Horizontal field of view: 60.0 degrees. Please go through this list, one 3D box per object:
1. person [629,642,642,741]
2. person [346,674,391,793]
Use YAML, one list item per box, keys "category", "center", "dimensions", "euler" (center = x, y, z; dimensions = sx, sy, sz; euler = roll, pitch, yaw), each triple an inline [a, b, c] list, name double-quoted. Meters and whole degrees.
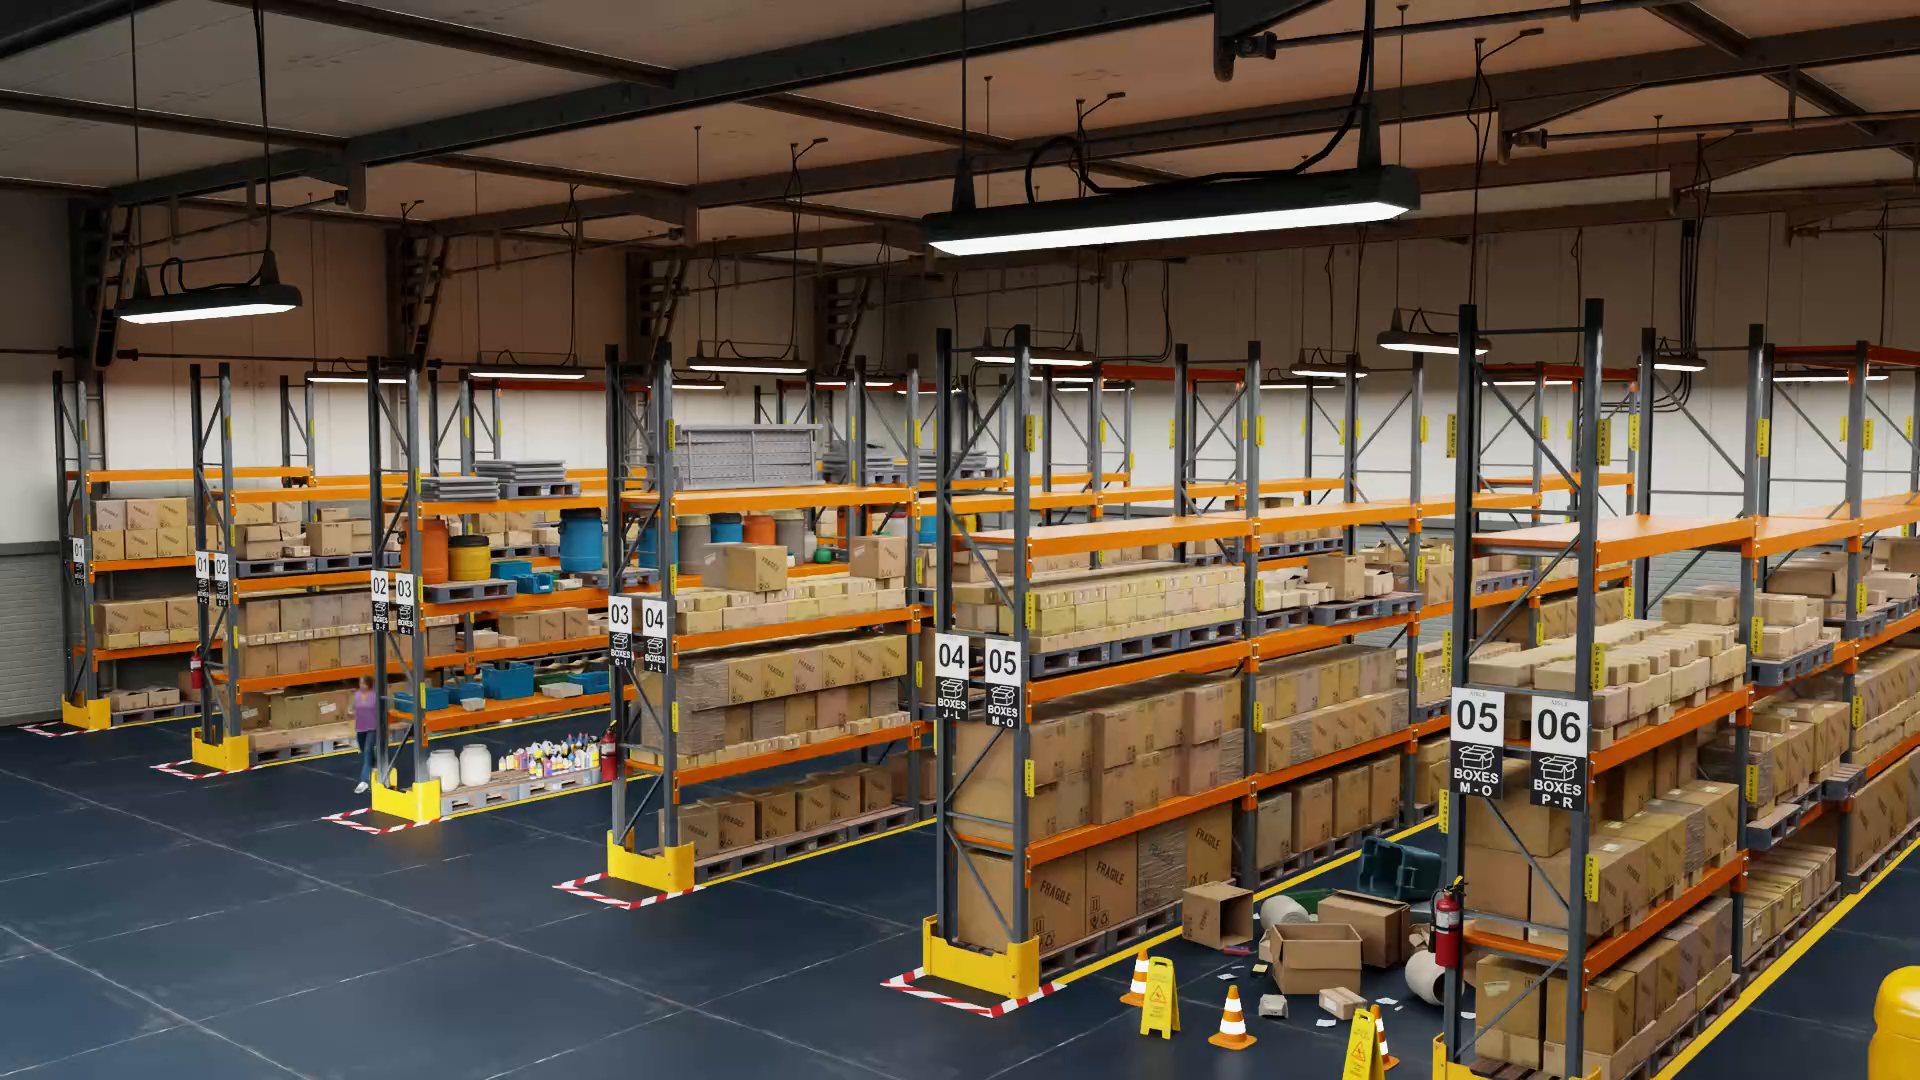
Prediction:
- category: "person"
  center: [-5.207, 2.331, 26.692]
  dimensions: [0.650, 1.795, 0.939]
  euler: [3, 5, 33]
- category: "person"
  center: [-8.279, 2.661, 23.261]
  dimensions: [0.534, 1.593, 0.890]
  euler: [0, 4, 4]
